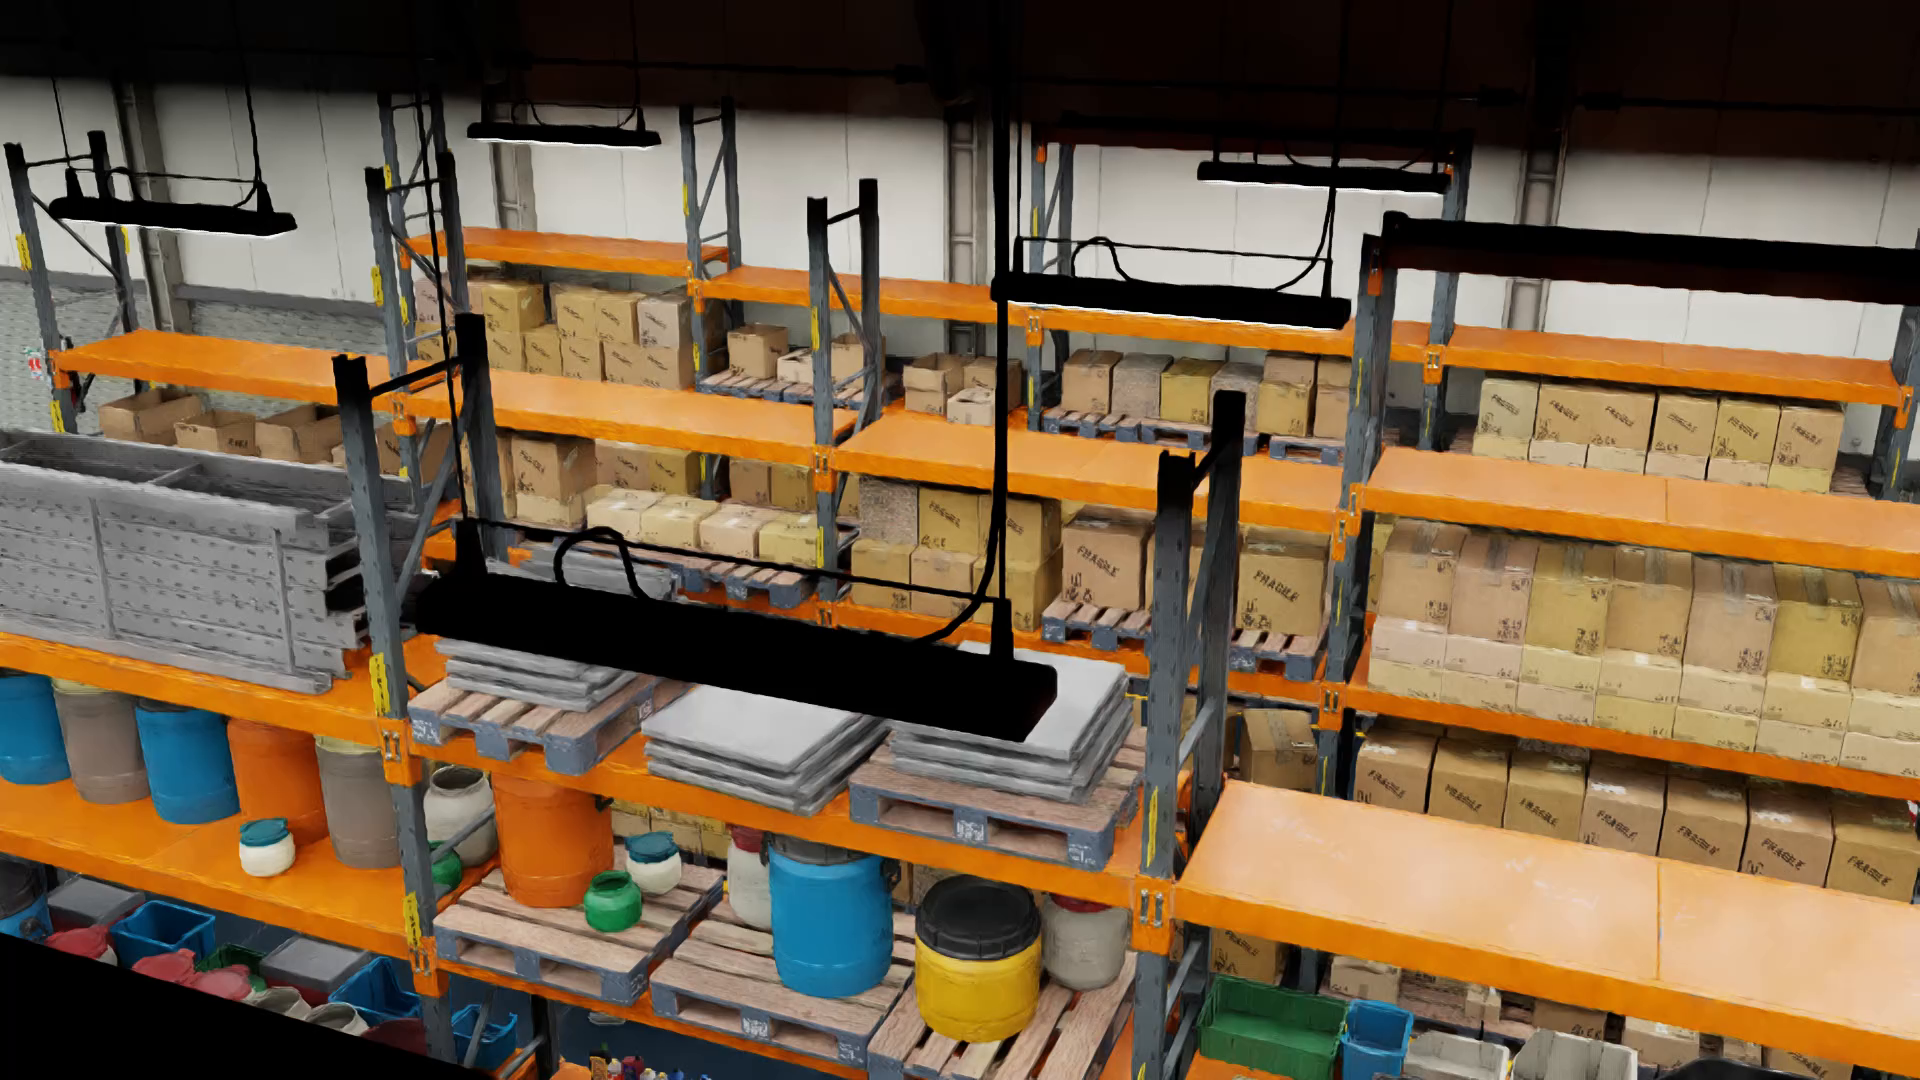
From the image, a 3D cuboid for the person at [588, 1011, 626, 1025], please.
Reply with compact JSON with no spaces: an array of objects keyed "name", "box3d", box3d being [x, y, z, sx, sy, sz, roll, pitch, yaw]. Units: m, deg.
[{"name":"person","box3d":[-2.793,2.871,12.616,0.575,1.611,0.625,7,22,18]}]
